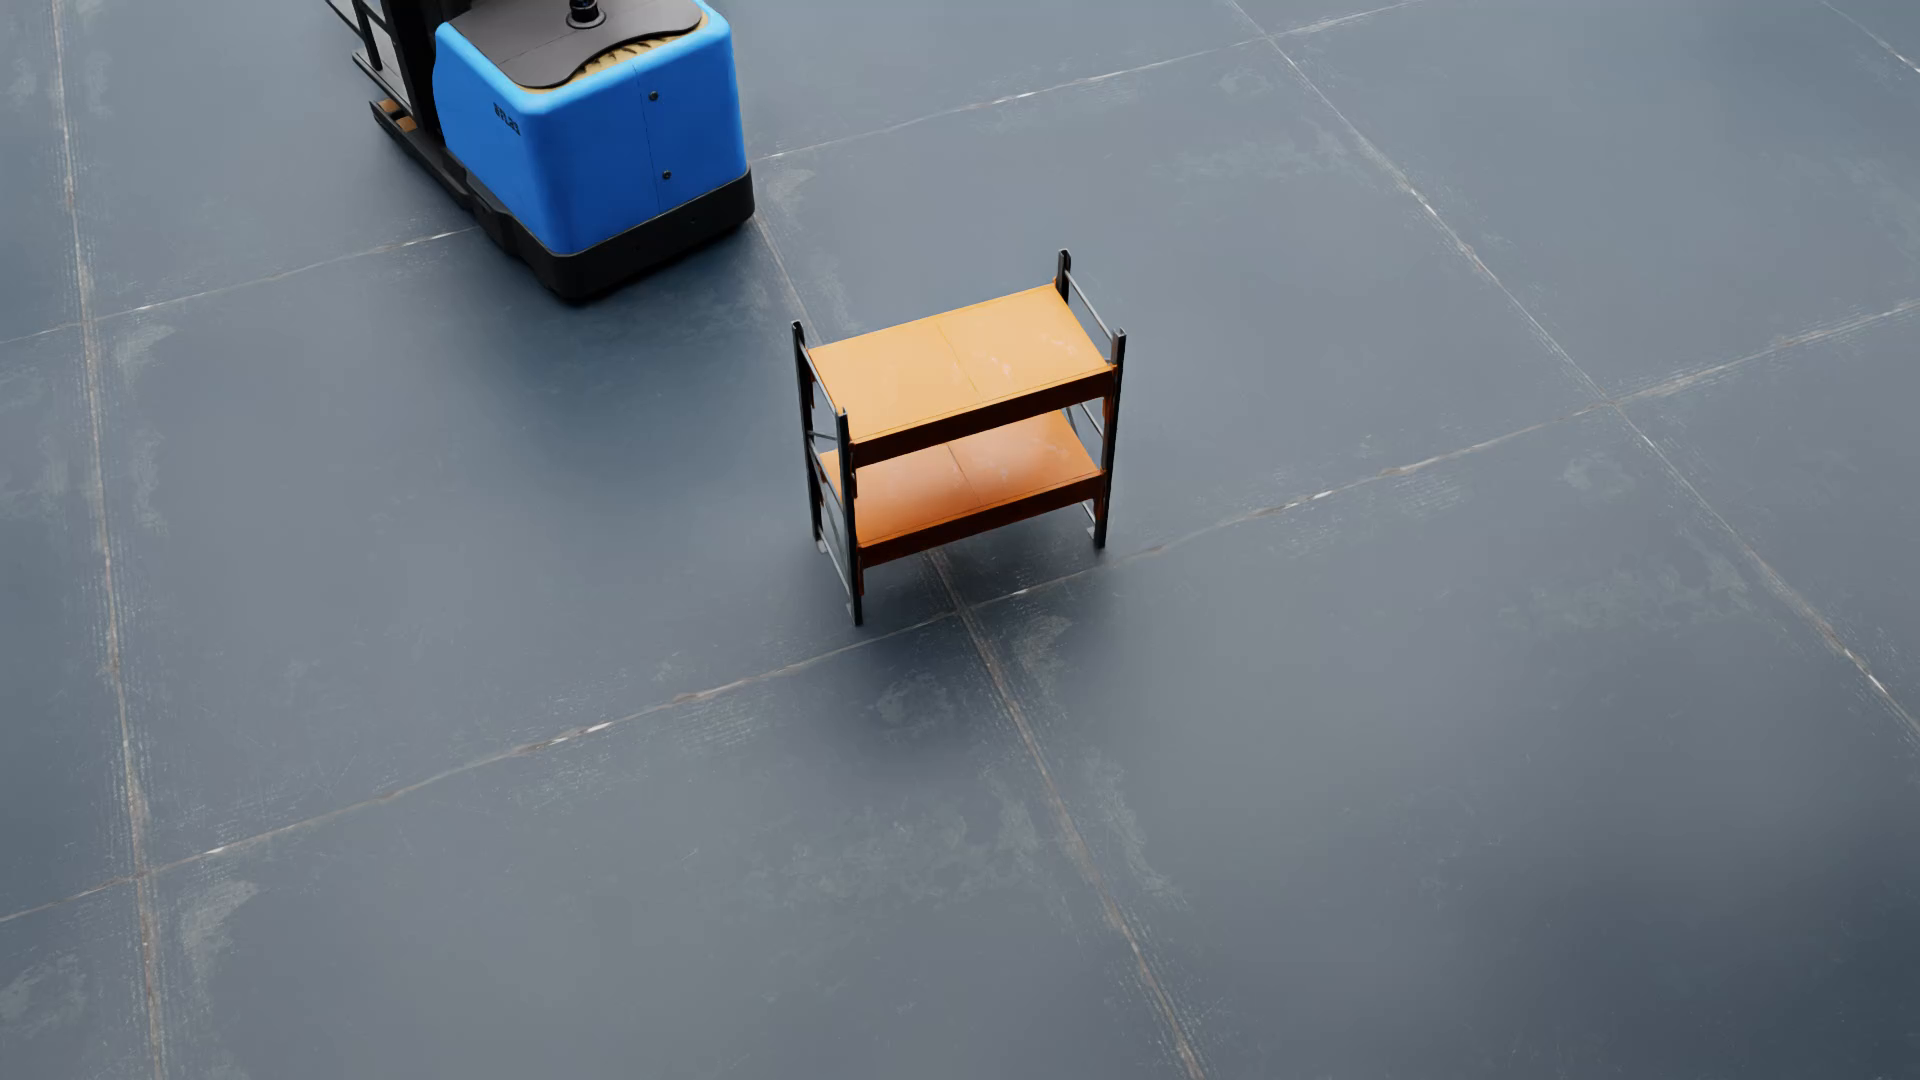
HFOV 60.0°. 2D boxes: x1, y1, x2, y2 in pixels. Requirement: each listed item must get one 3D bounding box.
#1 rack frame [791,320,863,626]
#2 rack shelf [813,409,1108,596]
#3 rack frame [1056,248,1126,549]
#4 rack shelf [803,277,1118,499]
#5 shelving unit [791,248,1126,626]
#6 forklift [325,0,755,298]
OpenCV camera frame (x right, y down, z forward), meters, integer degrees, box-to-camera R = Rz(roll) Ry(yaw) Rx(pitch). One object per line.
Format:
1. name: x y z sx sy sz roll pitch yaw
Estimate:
1. rack frame: -0.477 -0.219 6.037 0.032 1.125 0.500 -17 52 -14
2. rack shelf: -0.006 -0.205 6.348 1.000 0.278 0.538 -17 52 -14
3. rack frame: 0.464 -0.510 6.288 0.032 1.125 0.500 -17 52 -14
4. rack shelf: -0.006 -0.555 5.940 1.000 0.278 0.538 -17 52 -14
5. shelving unit: -0.006 -0.365 6.162 1.048 1.125 0.538 -17 52 -14
6. forklift: -2.282 -3.097 7.319 1.130 2.935 3.031 -32 56 -24
